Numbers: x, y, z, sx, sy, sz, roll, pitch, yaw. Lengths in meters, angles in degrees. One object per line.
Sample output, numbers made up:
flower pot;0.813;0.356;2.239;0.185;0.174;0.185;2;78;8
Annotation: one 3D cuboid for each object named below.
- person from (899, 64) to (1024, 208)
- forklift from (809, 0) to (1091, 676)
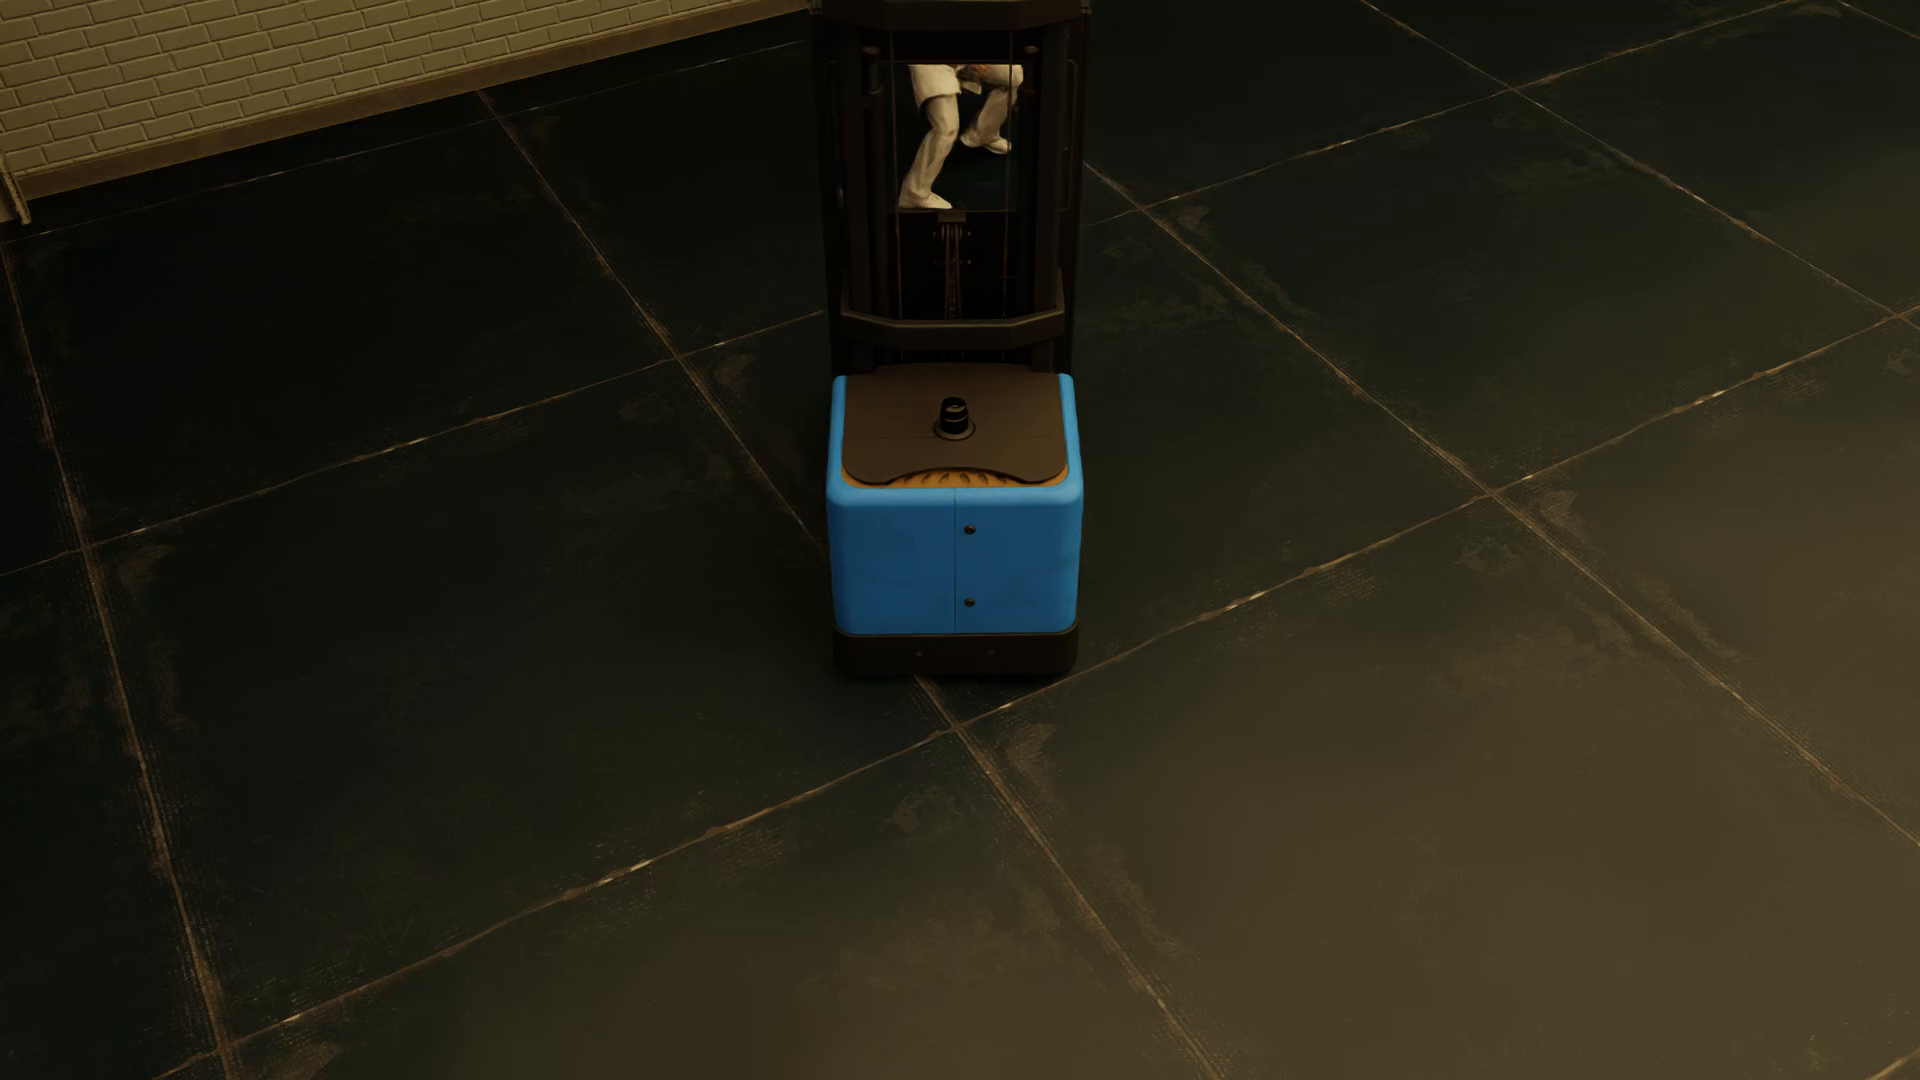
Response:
person;0.044;-2.802;9.735;0.773;1.545;1.023;31;51;29
forklift;-0.042;-1.475;7.288;1.130;2.935;3.031;-1;43;-1
